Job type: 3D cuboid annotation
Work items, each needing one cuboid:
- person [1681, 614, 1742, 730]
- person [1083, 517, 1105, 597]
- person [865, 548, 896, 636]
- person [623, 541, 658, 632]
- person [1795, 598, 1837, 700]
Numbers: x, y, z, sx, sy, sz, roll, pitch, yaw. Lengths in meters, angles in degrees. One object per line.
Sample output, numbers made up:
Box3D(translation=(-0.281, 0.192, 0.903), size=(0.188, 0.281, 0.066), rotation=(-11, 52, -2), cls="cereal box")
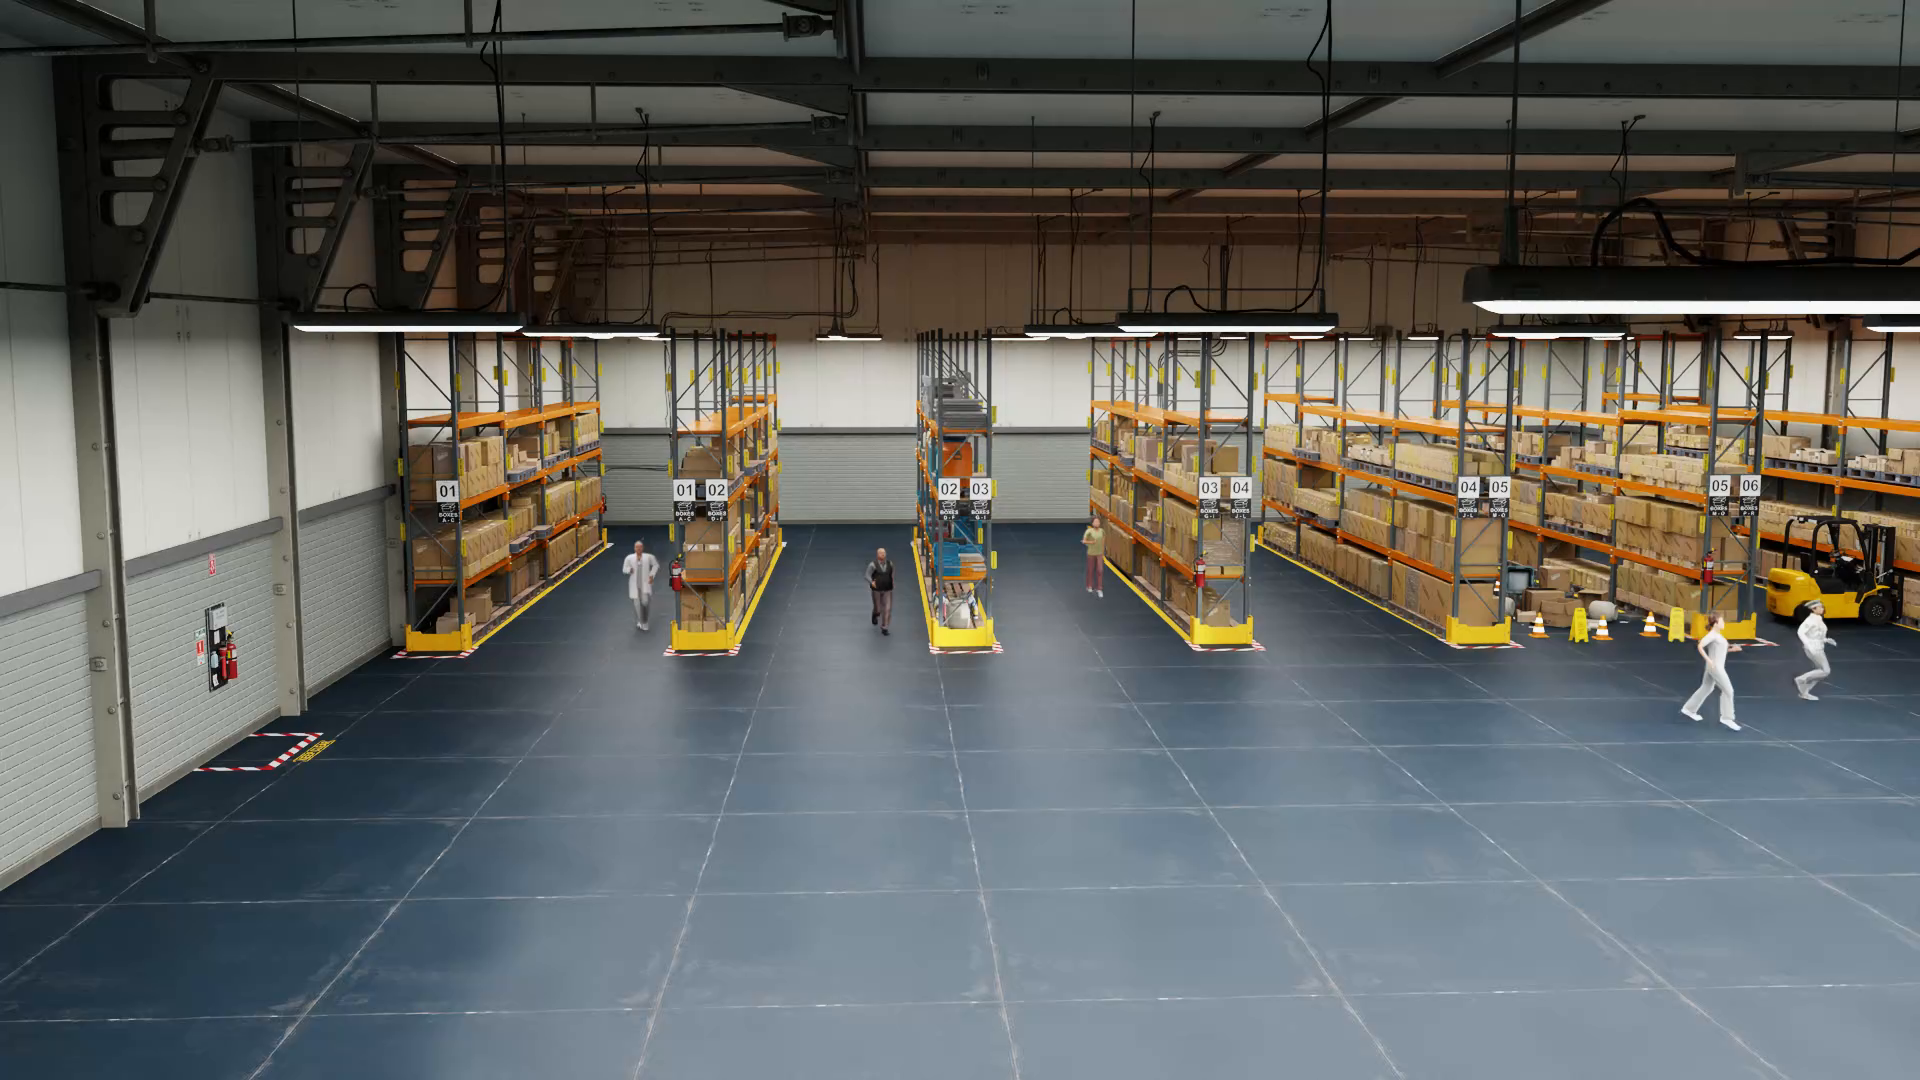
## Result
Box3D(translation=(11.281, 1.952, 24.908), size=(0.830, 1.715, 0.541), rotation=(3, 7, 24), cls="person")
Box3D(translation=(2.928, 0.344, 35.993), size=(0.575, 1.717, 0.761), rotation=(-2, 7, -13), cls="person")
Box3D(translation=(-1.551, 1.012, 32.953), size=(0.664, 1.707, 0.845), rotation=(-2, 7, -16), cls="person")
Box3D(translation=(-6.398, 0.937, 33.262), size=(0.684, 1.814, 0.755), rotation=(-1, 7, -6), cls="person")
Box3D(translation=(13.778, 1.758, 26.737), size=(0.540, 1.656, 0.608), rotation=(5, 9, 38), cls="person")
